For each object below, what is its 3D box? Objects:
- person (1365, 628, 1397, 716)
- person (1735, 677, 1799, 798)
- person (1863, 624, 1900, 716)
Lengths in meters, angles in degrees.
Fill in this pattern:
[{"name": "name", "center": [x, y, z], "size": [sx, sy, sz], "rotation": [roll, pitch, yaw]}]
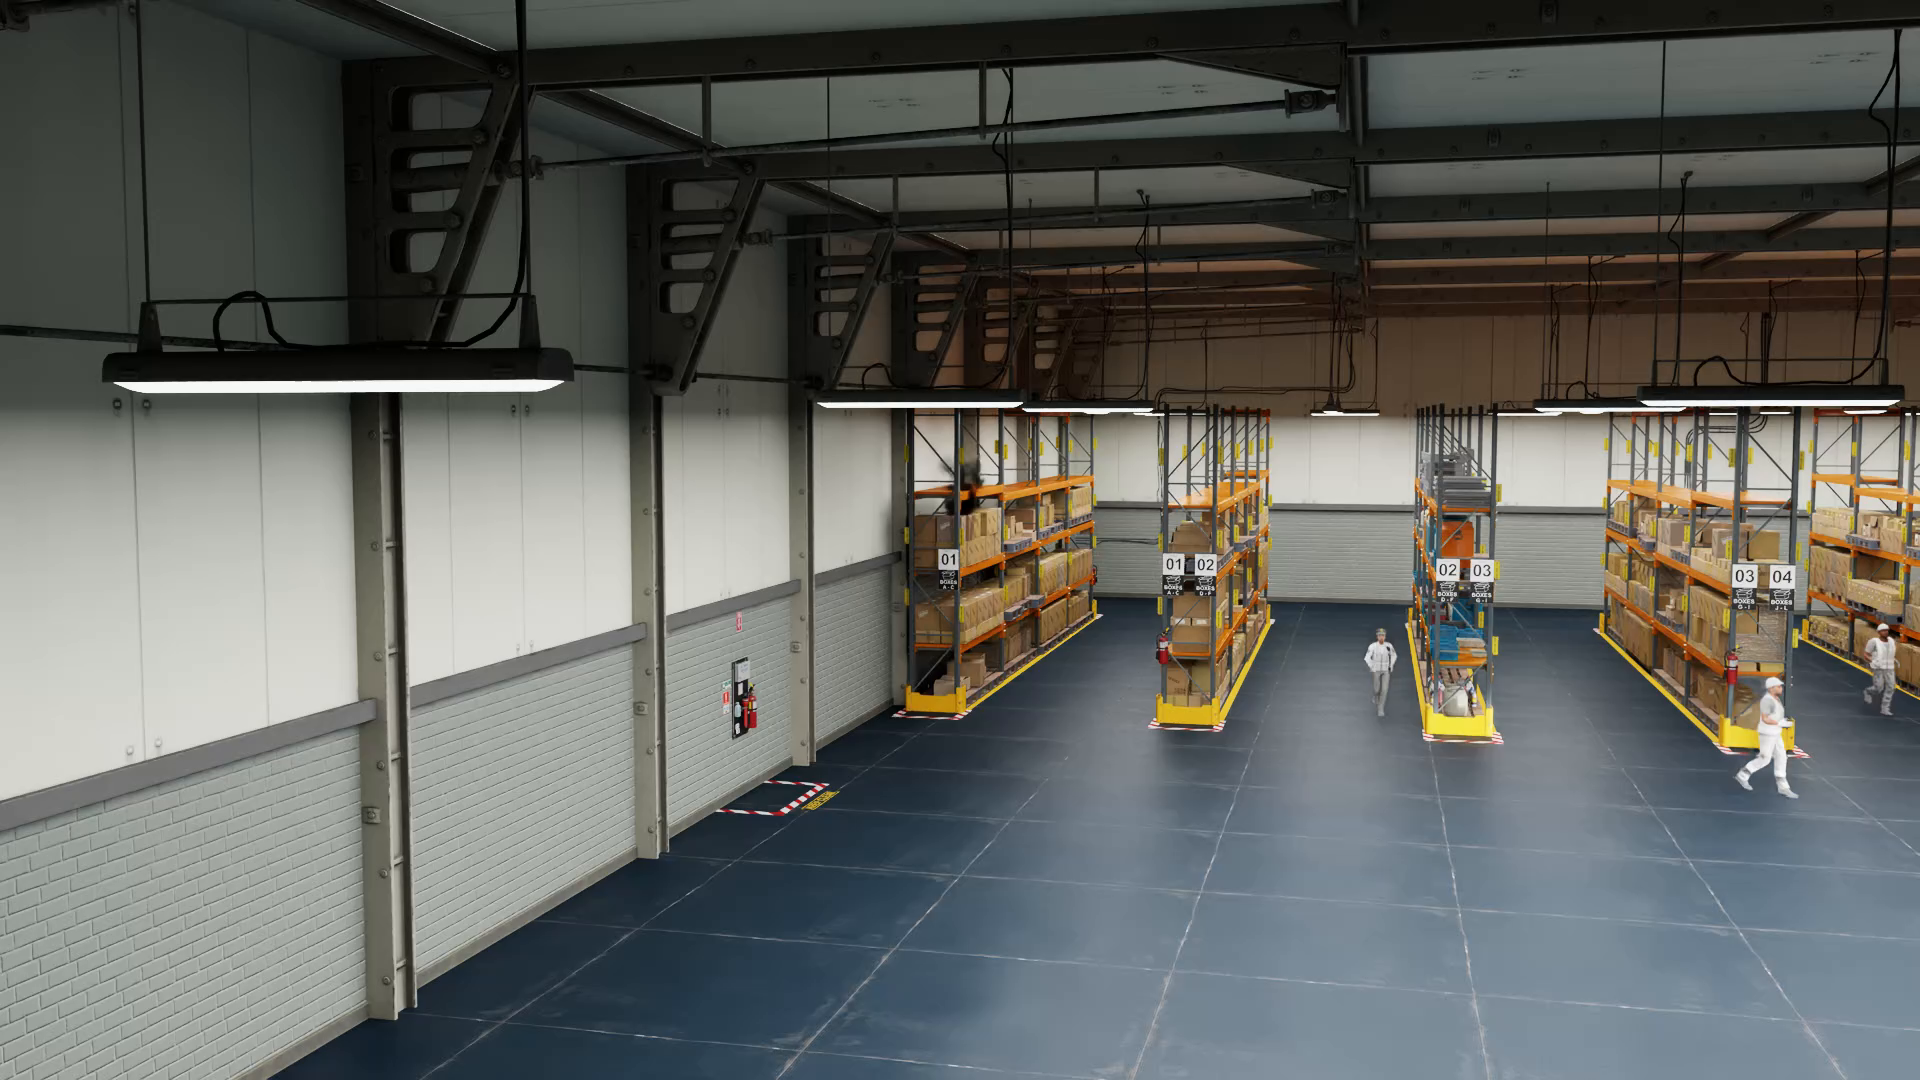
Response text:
[{"name": "person", "center": [8.196, 2.548, 32.359], "size": [0.617, 1.682, 0.747], "rotation": [1, 4, 9]}, {"name": "person", "center": [12.303, 2.978, 25.301], "size": [0.883, 1.807, 0.682], "rotation": [4, 6, 41]}, {"name": "person", "center": [17.905, 2.498, 32.288], "size": [0.678, 1.752, 0.808], "rotation": [0, 4, -1]}]
